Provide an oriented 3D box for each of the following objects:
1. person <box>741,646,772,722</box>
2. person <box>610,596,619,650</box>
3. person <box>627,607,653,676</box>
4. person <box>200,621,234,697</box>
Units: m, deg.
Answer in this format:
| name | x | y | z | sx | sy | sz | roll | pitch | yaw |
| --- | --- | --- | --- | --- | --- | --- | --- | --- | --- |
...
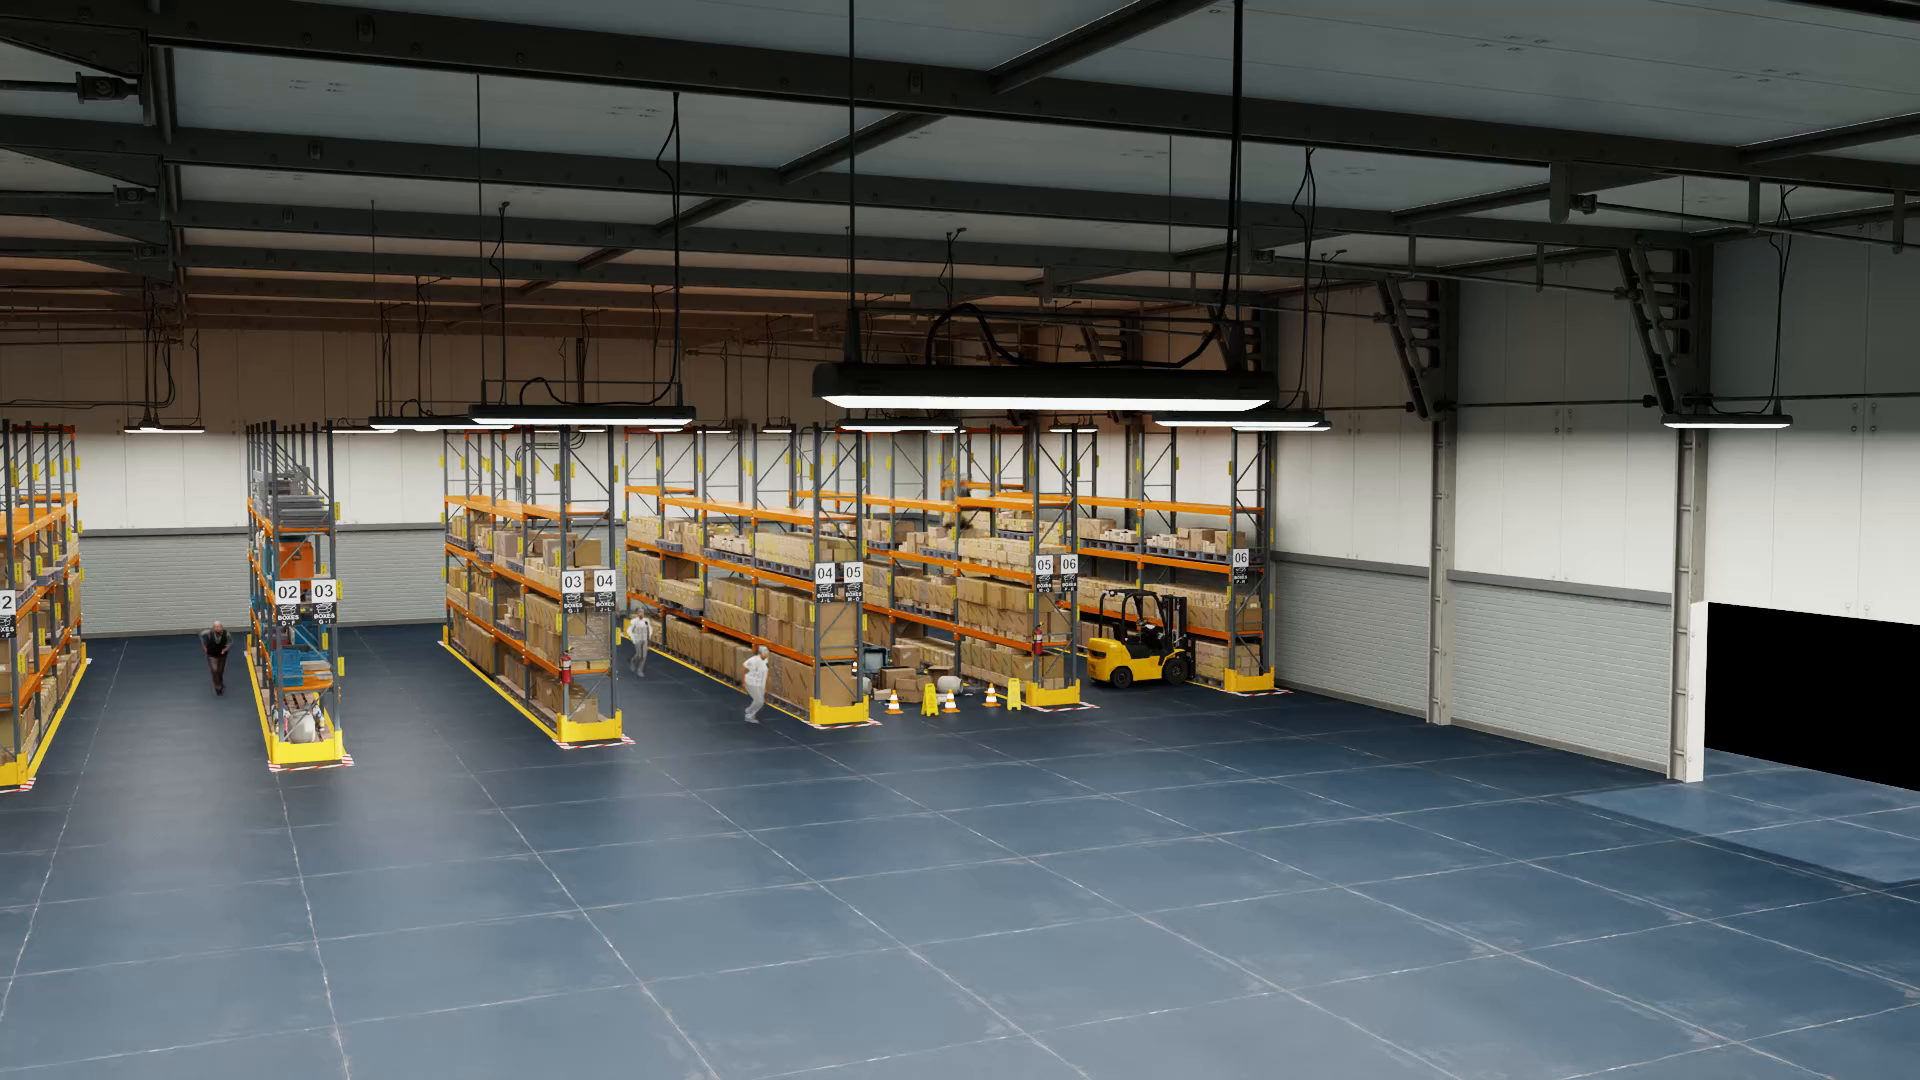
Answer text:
| name | x | y | z | sx | sy | sz | roll | pitch | yaw |
| --- | --- | --- | --- | --- | --- | --- | --- | --- | --- |
| person | -4.039 | 2.873 | 33.045 | 0.633 | 1.557 | 0.627 | 3 | 5 | 38 |
| person | -9.333 | 2.063 | 44.046 | 0.657 | 1.776 | 0.943 | -2 | 4 | -24 |
| person | -7.626 | 2.415 | 39.788 | 0.609 | 1.671 | 0.585 | -2 | 4 | -27 |
| person | -16.514 | 2.614 | 36.984 | 0.697 | 1.675 | 1.008 | -2 | 4 | -23 |
